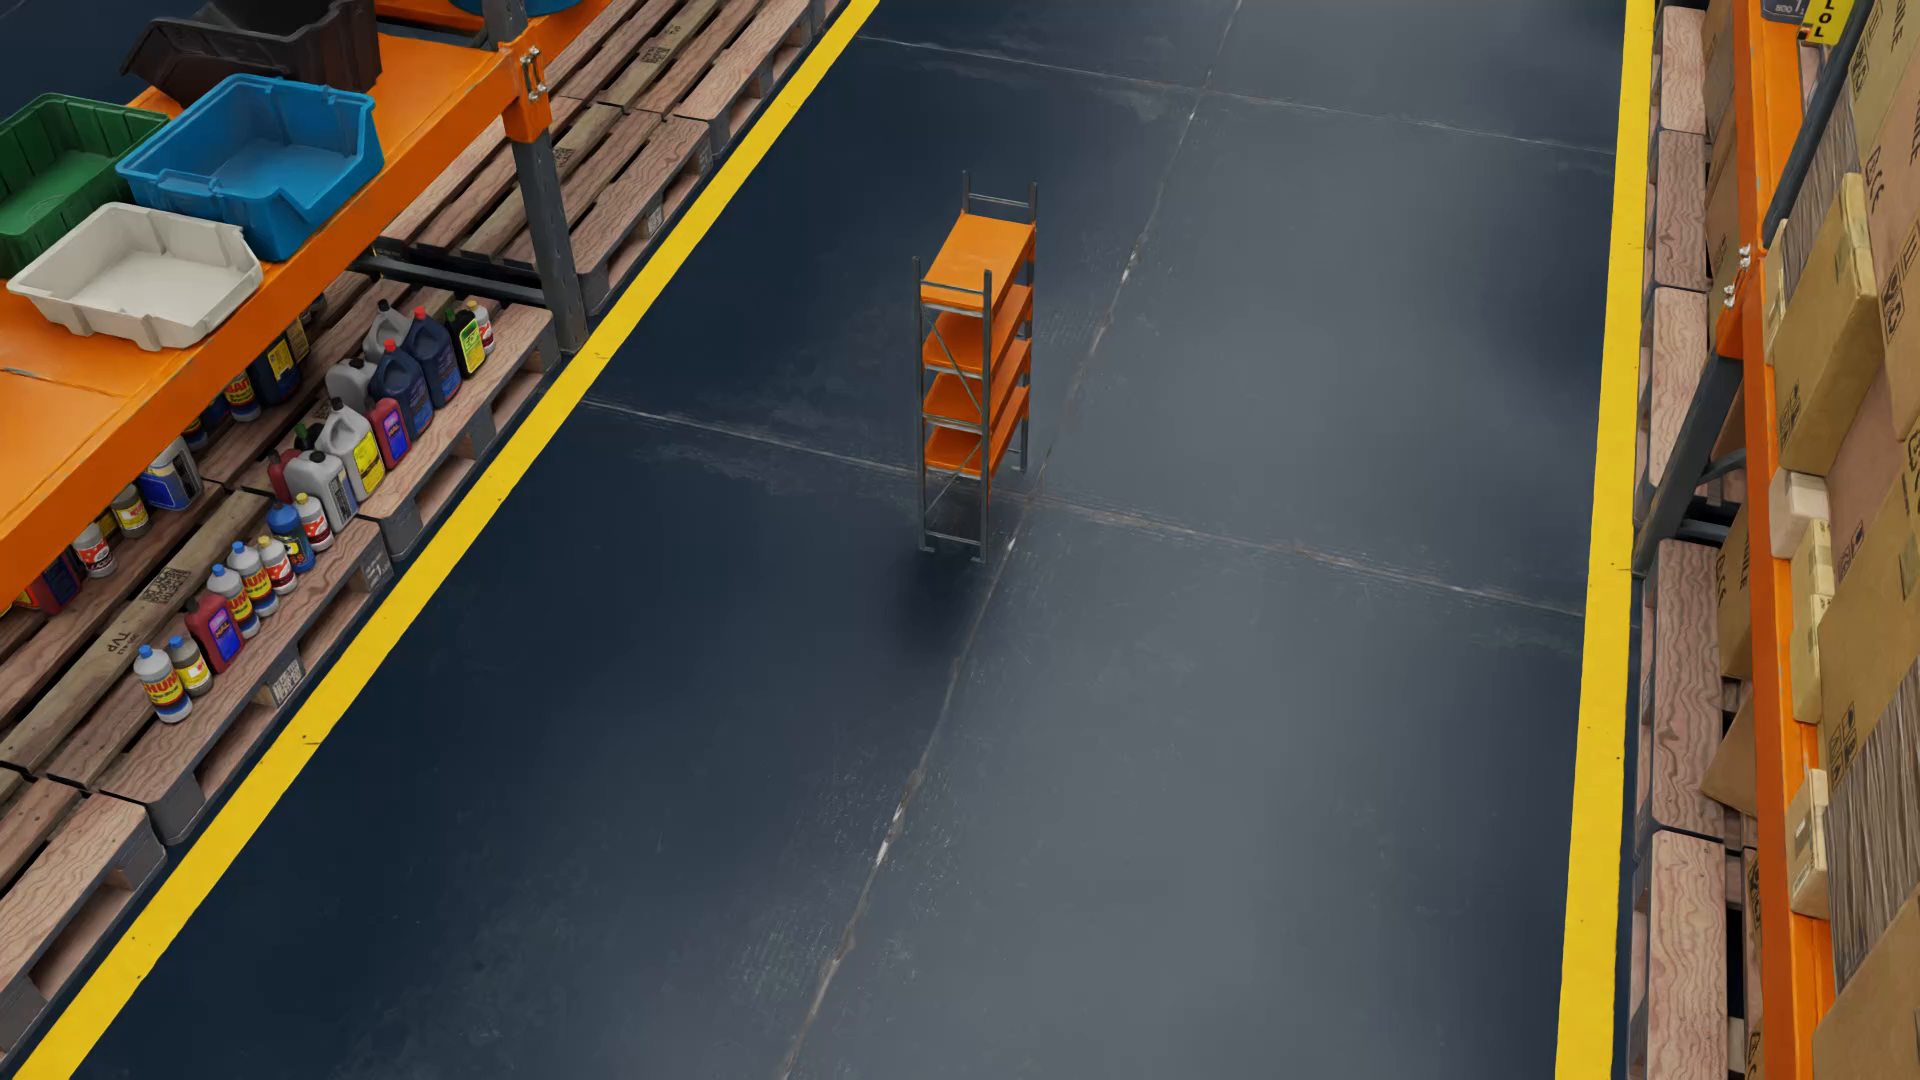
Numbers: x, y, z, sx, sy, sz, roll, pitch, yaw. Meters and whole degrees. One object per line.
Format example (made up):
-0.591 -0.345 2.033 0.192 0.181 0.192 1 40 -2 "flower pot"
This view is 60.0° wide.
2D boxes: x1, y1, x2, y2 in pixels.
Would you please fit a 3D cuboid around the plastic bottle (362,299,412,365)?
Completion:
-2.014 -0.686 5.886 0.144 0.351 0.185 13 46 13 "plastic bottle"

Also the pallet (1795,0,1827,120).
3.134 -1.296 5.067 1.003 0.211 1.213 13 46 13 "pallet"

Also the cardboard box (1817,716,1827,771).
1.939 0.462 3.313 0.380 0.149 0.250 13 46 13 "cardboard box"

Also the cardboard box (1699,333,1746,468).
2.971 -0.555 5.645 0.700 0.500 0.500 9 45 9 "cardboard box"

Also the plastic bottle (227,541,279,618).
-2.187 0.111 5.128 0.097 0.271 0.097 0 44 0 "plastic bottle"

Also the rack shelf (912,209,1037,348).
0.050 -0.820 5.168 0.258 0.148 0.480 13 46 12 "rack shelf"

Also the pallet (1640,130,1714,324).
3.366 -1.225 6.851 1.003 0.211 1.213 13 46 13 "pallet"

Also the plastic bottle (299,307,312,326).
-2.501 -0.905 6.216 0.097 0.201 0.097 0 44 0 "plastic bottle"

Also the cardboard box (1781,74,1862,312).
2.569 -0.741 4.079 0.875 0.500 0.500 13 46 13 "cardboard box"

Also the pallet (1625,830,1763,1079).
2.227 1.382 4.187 1.003 0.211 1.213 13 46 13 "pallet"

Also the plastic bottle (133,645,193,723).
-2.321 0.406 4.826 0.097 0.271 0.097 0 44 0 "plastic bottle"

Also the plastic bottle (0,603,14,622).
-3.011 0.146 5.084 0.061 0.283 0.133 14 46 13 "plastic bottle"

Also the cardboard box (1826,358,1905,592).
2.329 -0.061 3.383 0.875 0.500 0.500 13 46 13 "cardboard box"

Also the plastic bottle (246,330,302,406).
-2.459 -0.665 5.864 0.144 0.351 0.185 13 46 13 "plastic bottle"

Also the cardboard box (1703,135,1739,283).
3.302 -1.242 6.347 0.700 0.500 0.500 9 45 9 "cardboard box"

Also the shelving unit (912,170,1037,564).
0.050 -0.539 5.443 0.258 1.200 0.503 13 46 12 "shelving unit"

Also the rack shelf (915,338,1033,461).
0.050 -0.491 5.490 0.258 0.148 0.480 13 46 12 "rack shelf"

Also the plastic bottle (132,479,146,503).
-2.782 -0.286 5.477 0.144 0.351 0.185 12 46 12 "plastic bottle"

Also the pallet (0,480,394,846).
-2.567 0.316 5.276 1.003 0.211 1.213 13 46 13 "pallet"

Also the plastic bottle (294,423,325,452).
-2.138 -0.293 5.532 0.061 0.283 0.133 13 46 13 "plastic bottle"

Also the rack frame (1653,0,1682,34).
3.976 -3.552 7.236 1.000 3.000 0.127 13 46 13 "rack frame"

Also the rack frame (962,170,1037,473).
0.124 -0.702 5.609 0.240 1.200 0.015 13 46 12 "rack frame"

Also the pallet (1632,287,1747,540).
2.999 -0.409 6.017 1.003 0.211 1.213 13 46 13 "pallet"

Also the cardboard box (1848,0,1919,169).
2.386 -1.139 3.771 0.500 0.500 0.500 13 46 13 "cardboard box"

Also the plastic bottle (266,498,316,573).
-2.126 -0.024 5.266 0.097 0.271 0.097 0 44 0 "plastic bottle"

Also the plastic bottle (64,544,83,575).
-2.885 -0.024 5.263 0.152 0.276 0.135 11 46 11 "plastic bottle"

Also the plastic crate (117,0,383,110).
-2.236 -1.591 5.276 0.767 0.338 0.504 13 46 13 "plastic crate"

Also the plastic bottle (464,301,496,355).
-1.769 -0.784 6.093 0.097 0.201 0.097 0 44 0 "plastic bottle"

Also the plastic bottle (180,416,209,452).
-2.662 -0.435 5.686 0.097 0.271 0.097 0 44 0 "plastic bottle"

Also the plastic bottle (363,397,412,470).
-1.944 -0.386 5.627 0.061 0.283 0.133 15 46 15 "plastic bottle"

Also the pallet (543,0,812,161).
-1.388 -2.286 7.935 1.003 0.211 1.213 13 46 13 "pallet"

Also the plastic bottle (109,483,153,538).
-2.710 -0.113 5.407 0.097 0.201 0.097 0 44 0 "plastic bottle"

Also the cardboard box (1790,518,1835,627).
2.057 0.122 3.661 0.380 0.149 0.250 13 46 13 "cardboard box"

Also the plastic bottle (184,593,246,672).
-2.235 0.255 4.972 0.061 0.283 0.133 13 46 13 "plastic bottle"

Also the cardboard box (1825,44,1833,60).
3.138 -1.751 4.665 1.000 1.000 1.000 13 46 13 "cardboard box"

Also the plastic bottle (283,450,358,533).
-2.085 -0.178 5.420 0.152 0.276 0.135 13 46 13 "plastic bottle"

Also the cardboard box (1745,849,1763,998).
2.326 0.929 4.143 0.500 0.500 0.500 9 45 9 "cardboard box"

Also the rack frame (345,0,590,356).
-1.956 -1.935 5.583 1.000 3.000 0.127 13 46 13 "rack frame"

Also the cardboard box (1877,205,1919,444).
2.084 -0.473 3.089 0.500 0.500 0.500 13 46 13 "cardboard box"

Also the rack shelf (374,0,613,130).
-1.350 -3.011 7.197 1.077 0.370 4.000 13 46 13 "rack shelf"

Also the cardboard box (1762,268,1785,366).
2.324 -0.553 4.350 0.380 0.149 0.250 13 46 13 "cardboard box"

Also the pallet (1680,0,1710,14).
4.286 -3.065 8.732 1.003 0.211 1.213 13 46 13 "pallet"

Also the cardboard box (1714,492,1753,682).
2.605 0.115 4.974 0.500 0.500 0.500 11 45 11 "cardboard box"

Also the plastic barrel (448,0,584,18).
-1.550 -2.308 5.605 0.600 0.901 0.708 13 46 13 "plastic barrel"

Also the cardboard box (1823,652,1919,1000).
1.975 0.594 2.714 0.875 0.500 0.500 13 46 13 "cardboard box"

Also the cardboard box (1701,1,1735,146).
3.636 -1.993 7.115 0.700 0.500 0.500 9 45 9 "cardboard box"

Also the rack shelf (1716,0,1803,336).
3.370 -1.962 6.125 1.077 0.370 4.000 13 46 13 "rack shelf"

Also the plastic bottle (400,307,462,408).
-1.876 -0.655 5.854 0.144 0.351 0.185 11 46 11 "plastic bottle"

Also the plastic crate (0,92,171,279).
-2.636 -1.014 4.793 0.450 0.188 0.662 13 46 13 "plastic crate"
